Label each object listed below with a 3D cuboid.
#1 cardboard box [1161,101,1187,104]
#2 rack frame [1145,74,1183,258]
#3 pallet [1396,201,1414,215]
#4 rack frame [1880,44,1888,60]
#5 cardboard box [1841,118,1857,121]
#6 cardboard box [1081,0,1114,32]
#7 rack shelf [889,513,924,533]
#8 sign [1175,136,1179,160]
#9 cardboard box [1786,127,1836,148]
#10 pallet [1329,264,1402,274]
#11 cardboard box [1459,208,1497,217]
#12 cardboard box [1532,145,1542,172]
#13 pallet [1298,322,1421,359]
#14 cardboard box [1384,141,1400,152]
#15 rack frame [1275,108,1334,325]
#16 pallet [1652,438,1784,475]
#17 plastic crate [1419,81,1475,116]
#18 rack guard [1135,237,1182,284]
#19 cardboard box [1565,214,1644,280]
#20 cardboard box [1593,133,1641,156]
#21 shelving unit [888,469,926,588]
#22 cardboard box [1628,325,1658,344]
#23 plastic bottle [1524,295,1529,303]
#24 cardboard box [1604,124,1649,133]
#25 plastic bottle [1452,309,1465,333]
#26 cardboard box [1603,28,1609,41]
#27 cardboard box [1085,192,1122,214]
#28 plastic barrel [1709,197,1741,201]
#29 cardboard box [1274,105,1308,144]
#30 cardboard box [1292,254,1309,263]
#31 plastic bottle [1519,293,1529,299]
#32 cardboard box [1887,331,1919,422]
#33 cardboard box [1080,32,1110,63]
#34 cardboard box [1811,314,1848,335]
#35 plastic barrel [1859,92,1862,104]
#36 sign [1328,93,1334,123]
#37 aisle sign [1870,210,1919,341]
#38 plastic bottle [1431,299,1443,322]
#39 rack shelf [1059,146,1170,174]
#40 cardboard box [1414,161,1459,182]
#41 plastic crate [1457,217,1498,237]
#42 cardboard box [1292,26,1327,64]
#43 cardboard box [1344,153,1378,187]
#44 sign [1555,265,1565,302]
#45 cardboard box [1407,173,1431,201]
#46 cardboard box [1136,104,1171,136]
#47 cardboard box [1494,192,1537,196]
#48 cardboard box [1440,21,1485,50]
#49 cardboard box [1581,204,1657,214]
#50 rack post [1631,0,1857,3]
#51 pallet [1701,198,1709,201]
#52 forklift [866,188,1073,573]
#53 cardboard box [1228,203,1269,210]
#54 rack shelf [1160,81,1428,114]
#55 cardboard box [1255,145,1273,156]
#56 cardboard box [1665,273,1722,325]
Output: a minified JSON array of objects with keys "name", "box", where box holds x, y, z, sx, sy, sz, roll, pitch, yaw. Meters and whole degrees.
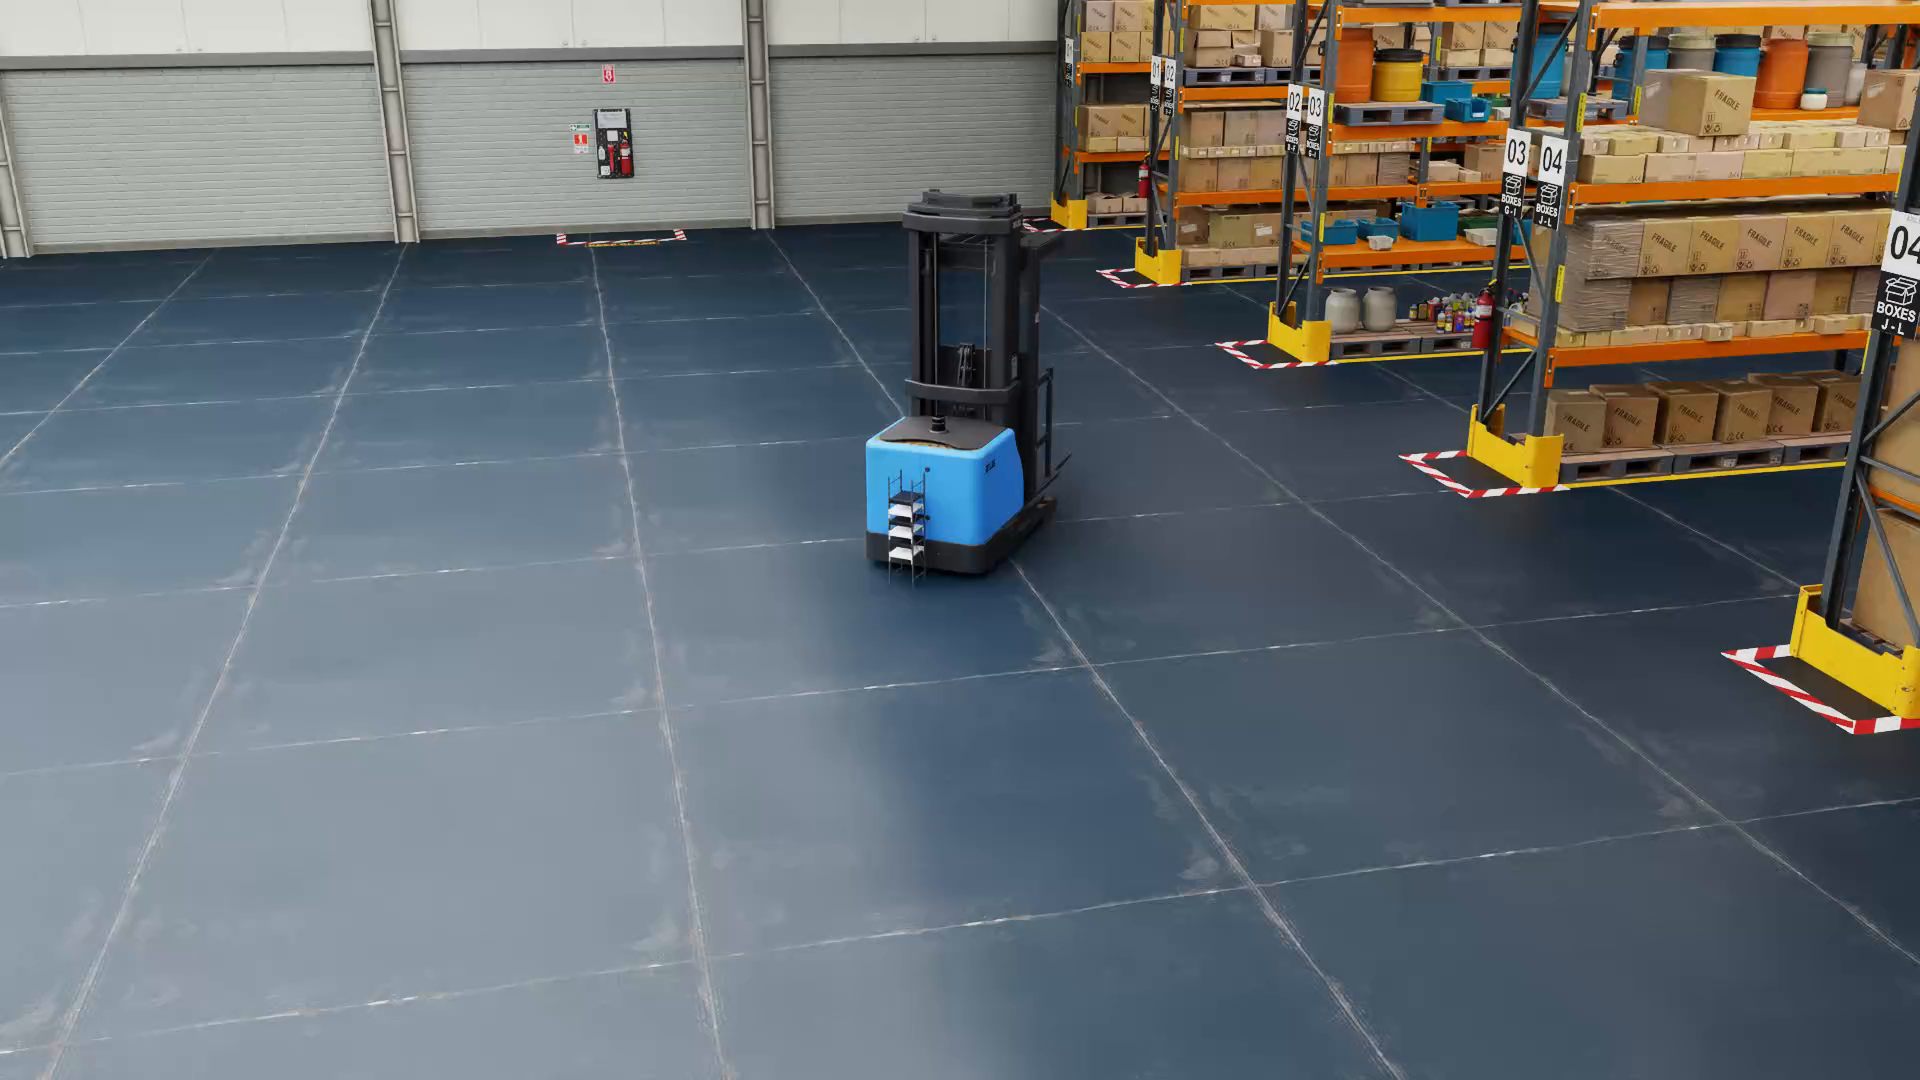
[{"name":"cardboard box","box":[3.764,-7.583,29.752,0.500,0.500,0.500,-4,21,-12]},{"name":"rack frame","box":[3.013,-5.406,24.713,0.127,3.000,1.000,-5,21,-12]},{"name":"pallet","box":[7.709,-6.231,31.019,1.213,0.211,1.003,-5,21,-12]},{"name":"rack frame","box":[14.691,-9.173,26.274,0.127,3.000,1.000,-5,21,-12]},{"name":"cardboard box","box":[8.795,-4.010,16.177,0.250,0.149,0.380,-5,21,-14]},{"name":"cardboard box","box":[2.301,-8.948,28.391,0.500,0.500,0.500,-6,21,-16]},{"name":"rack shelf","box":[-0.422,-0.146,13.241,0.200,0.077,0.258,9,22,23]},{"name":"sign","box":[3.135,-5.664,24.042,0.005,0.325,0.100,-5,21,-12]},{"name":"cardboard box","box":[7.896,-3.744,15.452,0.250,0.149,0.380,-4,20,-10]},{"name":"pallet","box":[6.122,-4.365,25.923,1.213,0.211,1.003,-5,21,-12]},{"name":"cardboard box","box":[8.225,-5.103,26.455,0.500,0.311,0.500,-5,21,-13]},{"name":"cardboard box","box":[5.700,-3.551,15.506,0.500,0.250,0.500,-4,21,-11]},{"name":"pallet","box":[5.004,-2.523,20.895,1.213,0.211,1.003,-5,21,-12]},{"name":"cardboard box","box":[6.450,-5.962,25.142,0.250,0.149,0.380,-5,21,-14]},{"name":"rack frame","box":[4.150,-3.748,20.186,0.127,3.000,1.000,-5,21,-12]},{"name":"pallet","box":[7.347,-0.935,16.559,1.213,0.211,1.003,-5,21,-12]},{"name":"plastic crate","box":[5.936,-5.401,20.360,0.575,0.384,0.392,-5,21,-12]},{"name":"rack guard","box":[2.990,-4.231,25.138,0.348,0.500,1.175,-5,21,-12]},{"name":"cardboard box","box":[5.887,-2.699,15.289,0.500,0.500,0.500,-5,21,-12]},{"name":"cardboard box","box":[5.885,-3.548,14.917,0.250,0.149,0.380,-4,21,-11]},{"name":"shelving unit","box":[-0.422,-0.093,13.260,0.210,0.900,0.258,9,22,23]},{"name":"cardboard box","box":[6.354,-1.970,15.697,0.250,0.149,0.380,-5,21,-12]},{"name":"plastic bottle","box":[7.348,-3.047,21.581,0.133,0.283,0.061,-5,21,-12]},{"name":"cardboard box","box":[6.248,-3.809,15.631,0.250,0.149,0.380,-5,21,-12]},{"name":"plastic bottle","box":[6.210,-2.730,20.717,0.133,0.283,0.061,-4,21,-12]},{"name":"cardboard box","box":[11.637,-9.559,30.904,0.500,0.500,0.700,-5,21,-13]},{"name":"cardboard box","box":[2.564,-6.033,29.693,0.500,0.311,0.500,-7,21,-19]},{"name":"plastic barrel","box":[9.738,-4.189,21.191,0.433,0.535,0.433,0,20,0]},{"name":"cardboard box","box":[5.010,-6.223,24.910,0.500,0.500,0.700,-5,21,-12]},{"name":"cardboard box","box":[5.047,-4.399,25.349,0.500,0.250,0.500,-5,21,-12]},{"name":"plastic bottle","box":[7.323,-3.079,21.680,0.135,0.276,0.152,-4,20,-11]},{"name":"cardboard box","box":[6.702,-1.016,10.939,0.550,0.550,0.875,-5,21,-12]},{"name":"cardboard box","box":[2.253,-8.472,28.546,0.500,0.500,0.500,-4,21,-11]},{"name":"cardboard box","box":[8.320,-2.100,16.052,0.250,0.149,0.380,-5,21,-12]},{"name":"plastic barrel","box":[11.706,-5.680,21.325,0.294,0.245,0.294,0,20,0]},{"name":"sign","box":[4.272,-4.976,19.165,0.005,0.325,0.100,-5,21,-12]},{"name":"aisle sign","box":[6.194,-1.737,10.917,0.004,0.787,0.394,-5,21,-12]},{"name":"plastic bottle","box":[6.113,-2.947,21.307,0.133,0.283,0.061,-5,21,-12]},{"name":"rack shelf","box":[3.816,-6.885,29.795,4.000,0.370,1.077,-5,21,-12]},{"name":"cardboard box","box":[7.375,-5.706,25.749,0.500,0.250,0.500,-3,20,-9]},{"name":"plastic crate","box":[6.656,-3.952,21.051,0.662,0.188,0.450,-5,21,-12]},{"name":"cardboard box","box":[5.274,-7.355,24.707,0.637,0.503,0.797,-2,20,-6]},{"name":"cardboard box","box":[5.964,-5.689,25.338,0.500,0.500,0.700,-5,21,-13]},{"name":"sign","box":[5.414,-2.315,15.015,0.005,0.325,0.100,-5,21,-12]},{"name":"cardboard box","box":[8.438,-6.654,31.113,0.500,0.500,0.700,-5,21,-13]},{"name":"cardboard box","box":[3.391,-7.367,29.164,0.500,0.500,0.500,-5,21,-14]},{"name":"cardboard box","box":[10.401,-6.900,31.304,0.750,0.750,0.750,-5,21,-13]},{"name":"cardboard box","box":[7.515,-7.646,24.983,0.500,0.500,0.500,-4,21,-12]},{"name":"cardboard box","box":[6.253,-2.914,15.877,0.500,0.500,0.500,-5,21,-12]},{"name":"rack post","box":[9.939,-7.160,20.488,3.121,1.000,1.013,-5,21,-12]},{"name":"pallet","box":[14.306,-6.739,32.404,1.213,0.211,1.003,-5,21,-12]},{"name":"forklift","box":[0.226,-1.579,14.363,1.130,2.935,3.031,8,21,20]},{"name":"cardboard box","box":[4.437,-4.891,25.602,0.500,0.500,0.500,-5,21,-12]},{"name":"rack shelf","box":[4.960,-6.635,24.753,4.000,0.370,1.077,-5,21,-12]},{"name":"cardboard box","box":[4.449,-5.799,24.697,0.250,0.149,0.380,-5,21,-14]},{"name":"cardboard box","box":[6.786,-2.416,15.971,0.500,0.500,0.875,-5,21,-12]}]
